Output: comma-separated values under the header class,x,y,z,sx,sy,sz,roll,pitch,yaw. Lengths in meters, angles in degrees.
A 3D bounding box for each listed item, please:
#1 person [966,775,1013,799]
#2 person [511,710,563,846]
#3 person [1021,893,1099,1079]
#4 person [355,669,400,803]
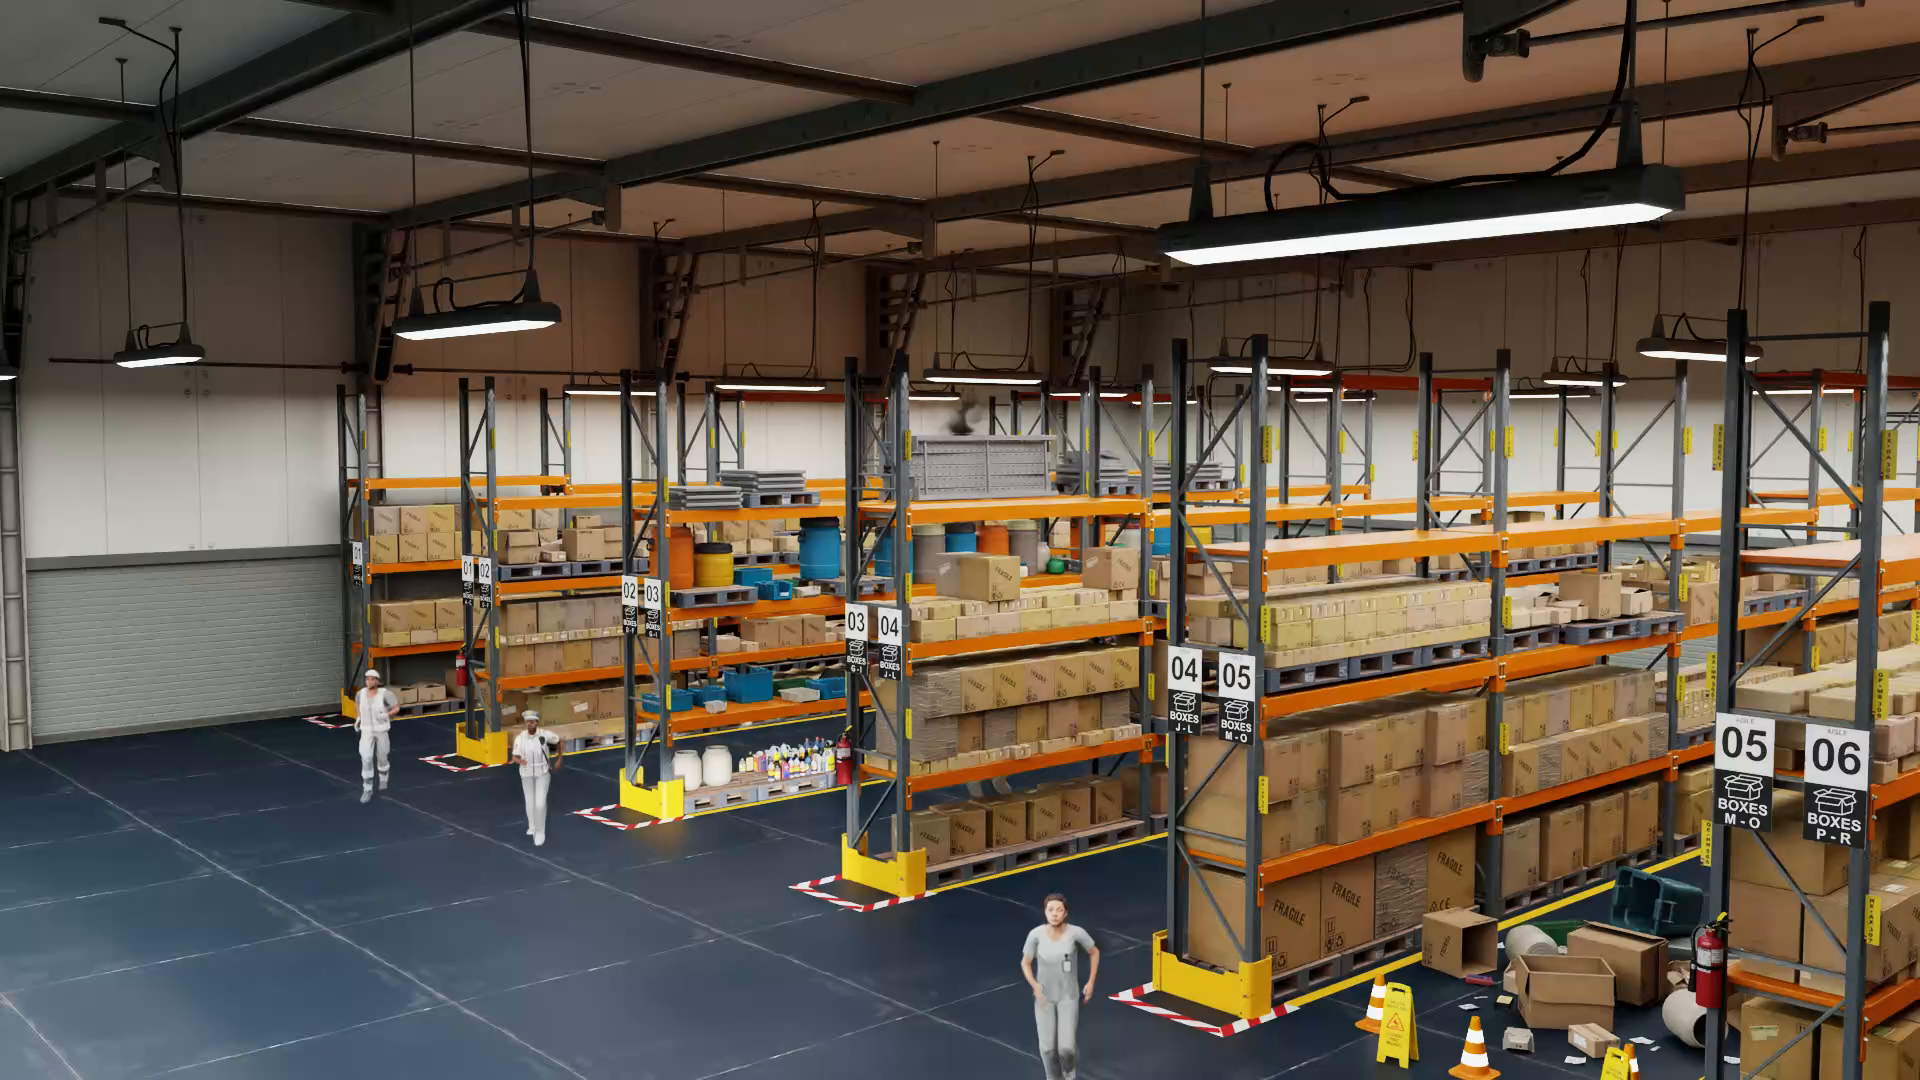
class,x,y,z,sx,sy,sz,roll,pitch,yaw
person,0.408,2.870,21.912,0.573,1.826,0.882,3,5,41
person,-5.288,2.954,20.796,0.582,1.704,0.852,0,4,-3
person,0.760,3.512,12.748,0.596,1.630,0.577,0,4,7
person,-8.219,2.718,23.444,0.642,1.822,0.853,-1,4,-10
